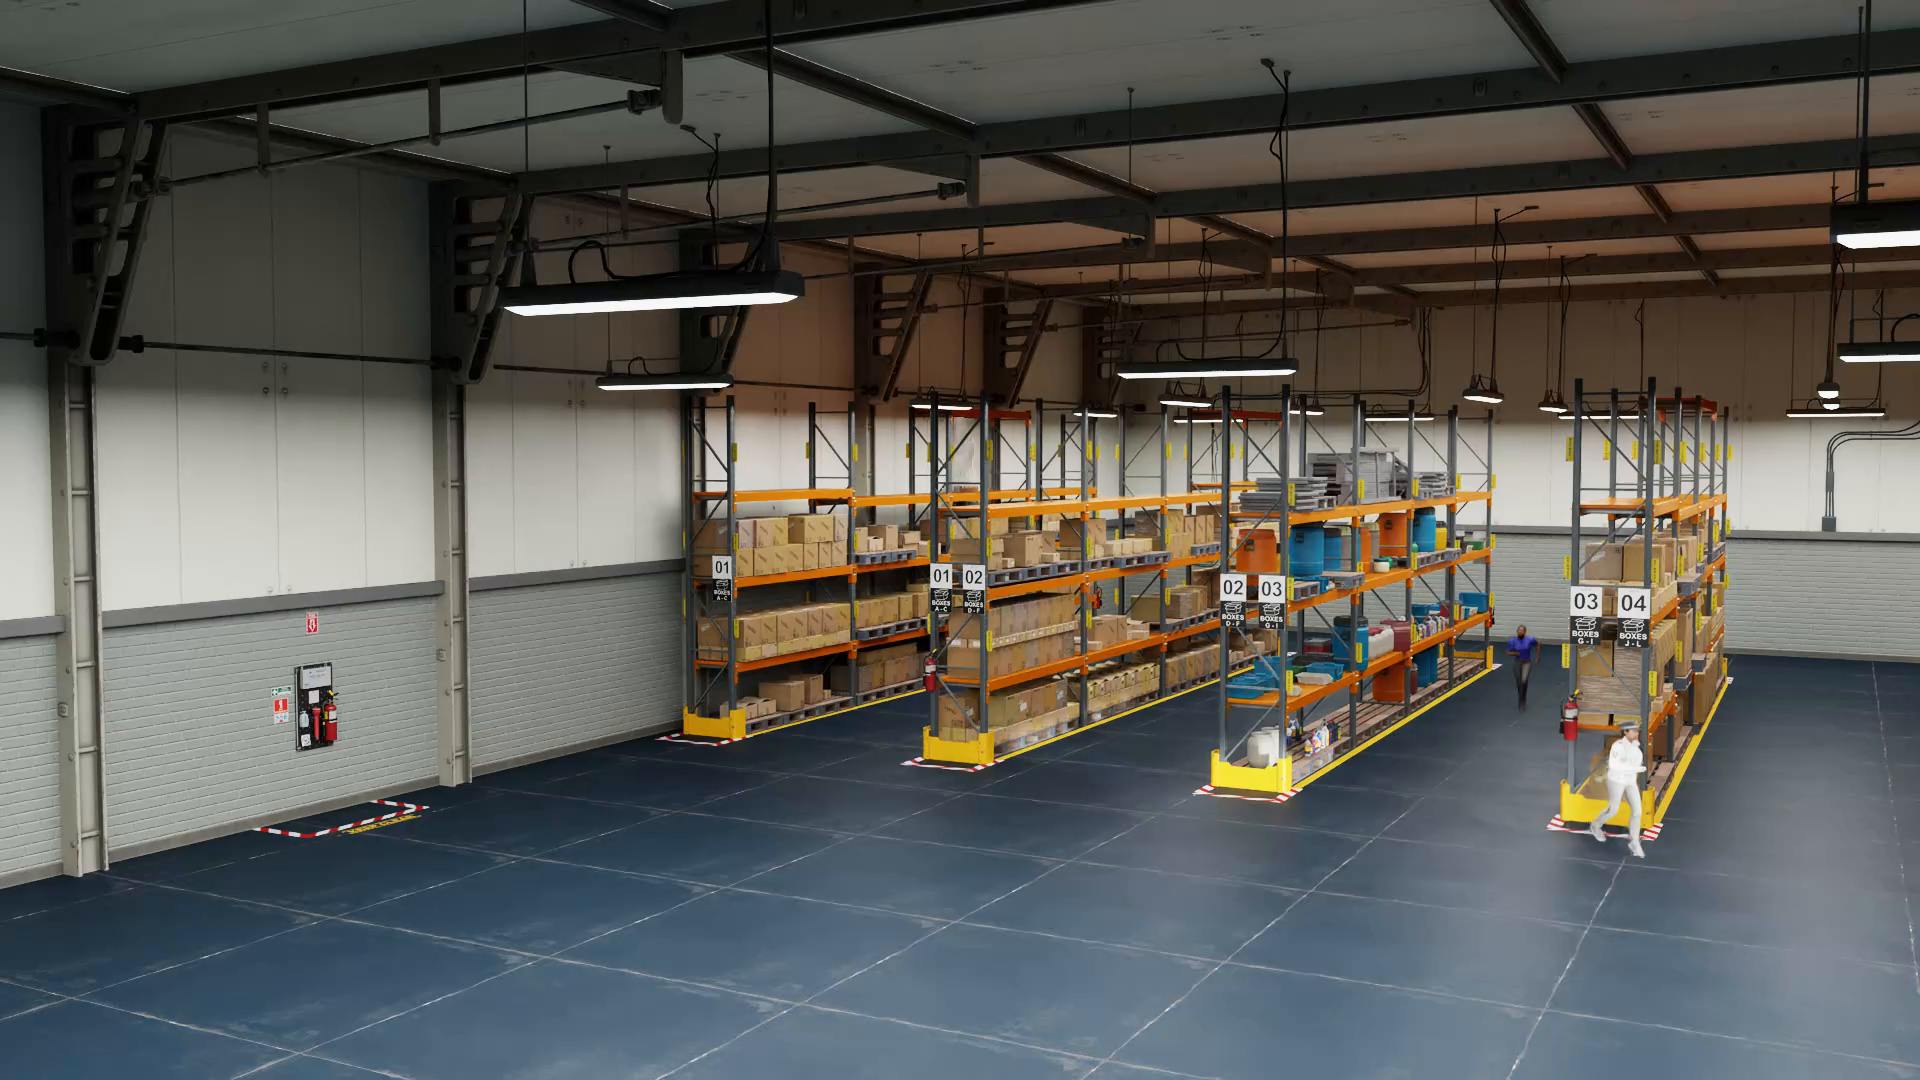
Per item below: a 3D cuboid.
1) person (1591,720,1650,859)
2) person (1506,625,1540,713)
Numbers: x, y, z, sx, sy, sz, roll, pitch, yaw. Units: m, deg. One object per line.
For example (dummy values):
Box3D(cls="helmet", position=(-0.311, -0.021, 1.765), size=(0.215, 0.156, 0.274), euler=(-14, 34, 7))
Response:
Box3D(cls="person", position=(8.317, 3.080, 20.871), size=(0.635, 1.727, 0.910), euler=(-1, 3, -26))
Box3D(cls="person", position=(10.950, 2.486, 32.364), size=(0.600, 1.698, 0.848), euler=(1, 3, 23))
